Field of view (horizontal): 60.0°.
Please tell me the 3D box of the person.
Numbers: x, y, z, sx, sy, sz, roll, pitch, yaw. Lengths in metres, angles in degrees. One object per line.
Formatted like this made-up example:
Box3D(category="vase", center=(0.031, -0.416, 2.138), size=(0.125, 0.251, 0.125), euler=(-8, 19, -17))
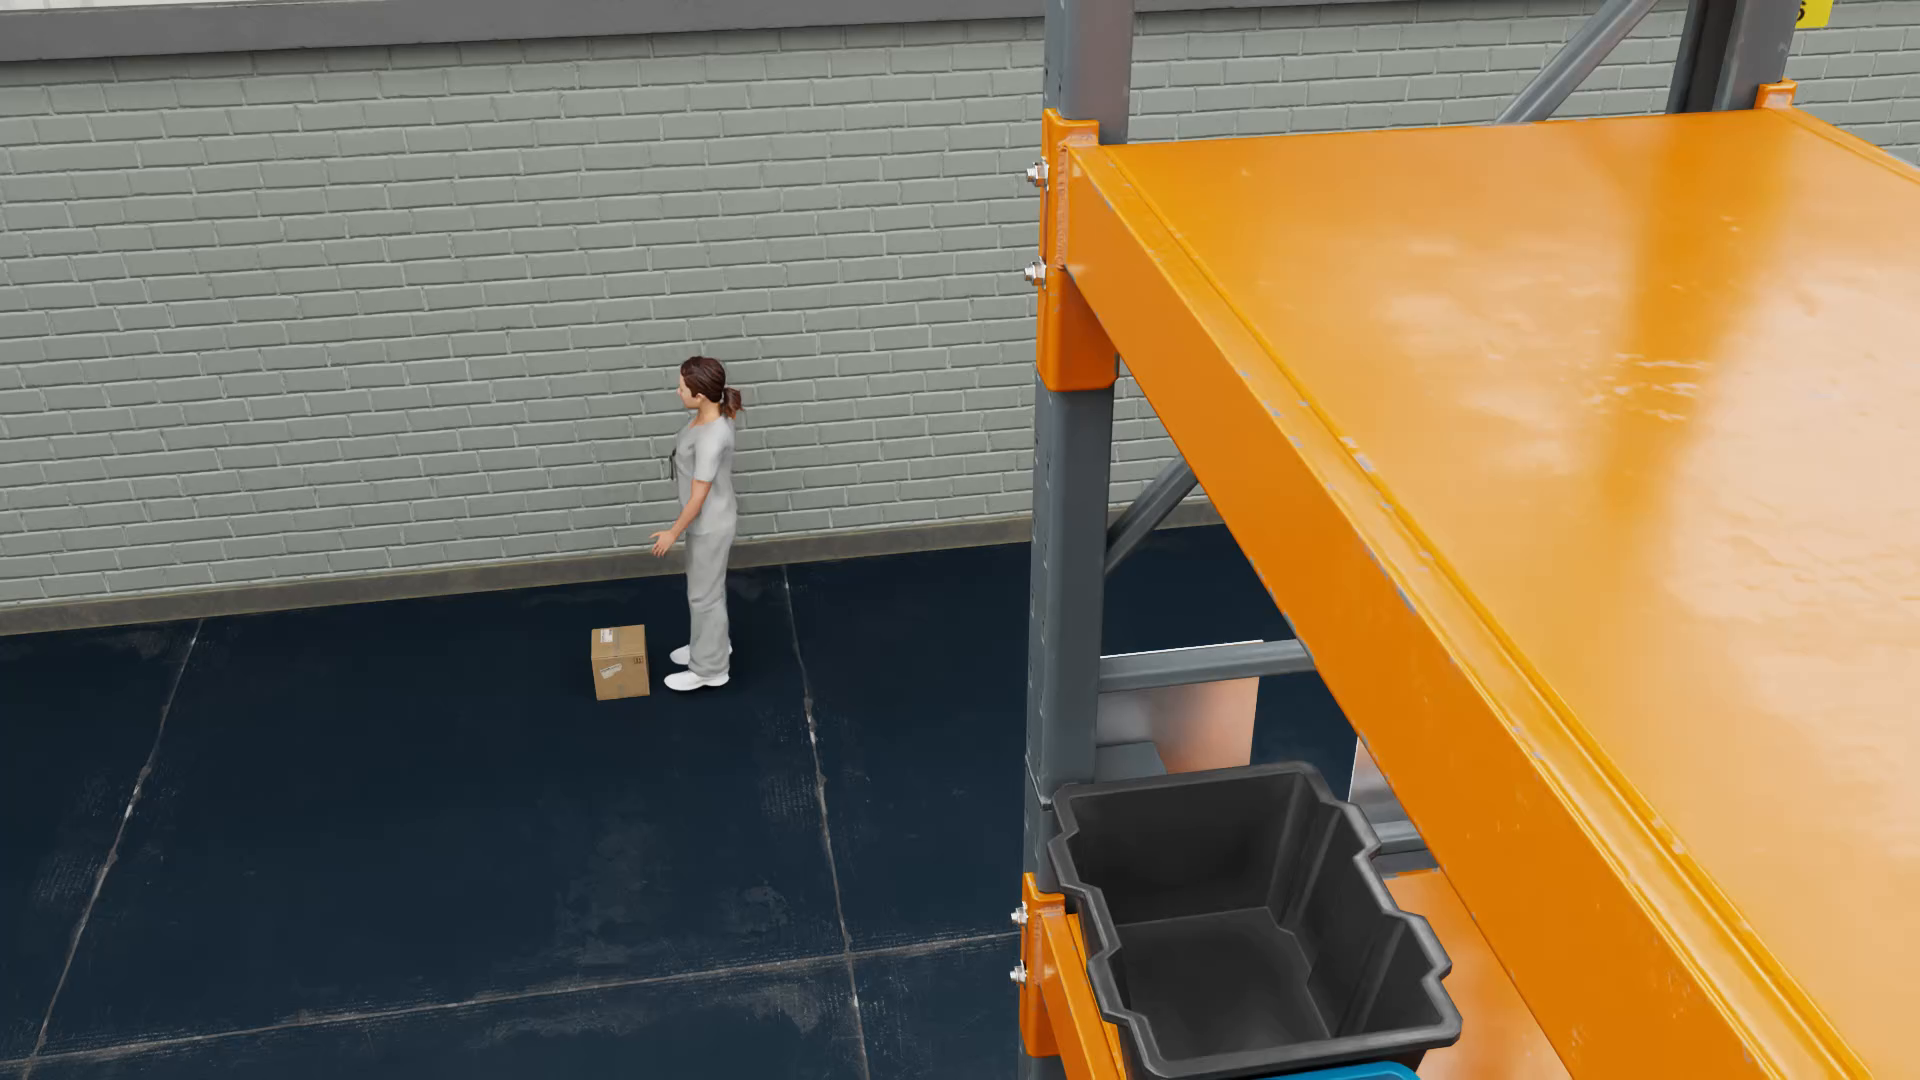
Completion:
Box3D(category="person", center=(-1.200, -0.071, 7.730), size=(0.478, 1.692, 0.455), euler=(-3, 31, -6))
